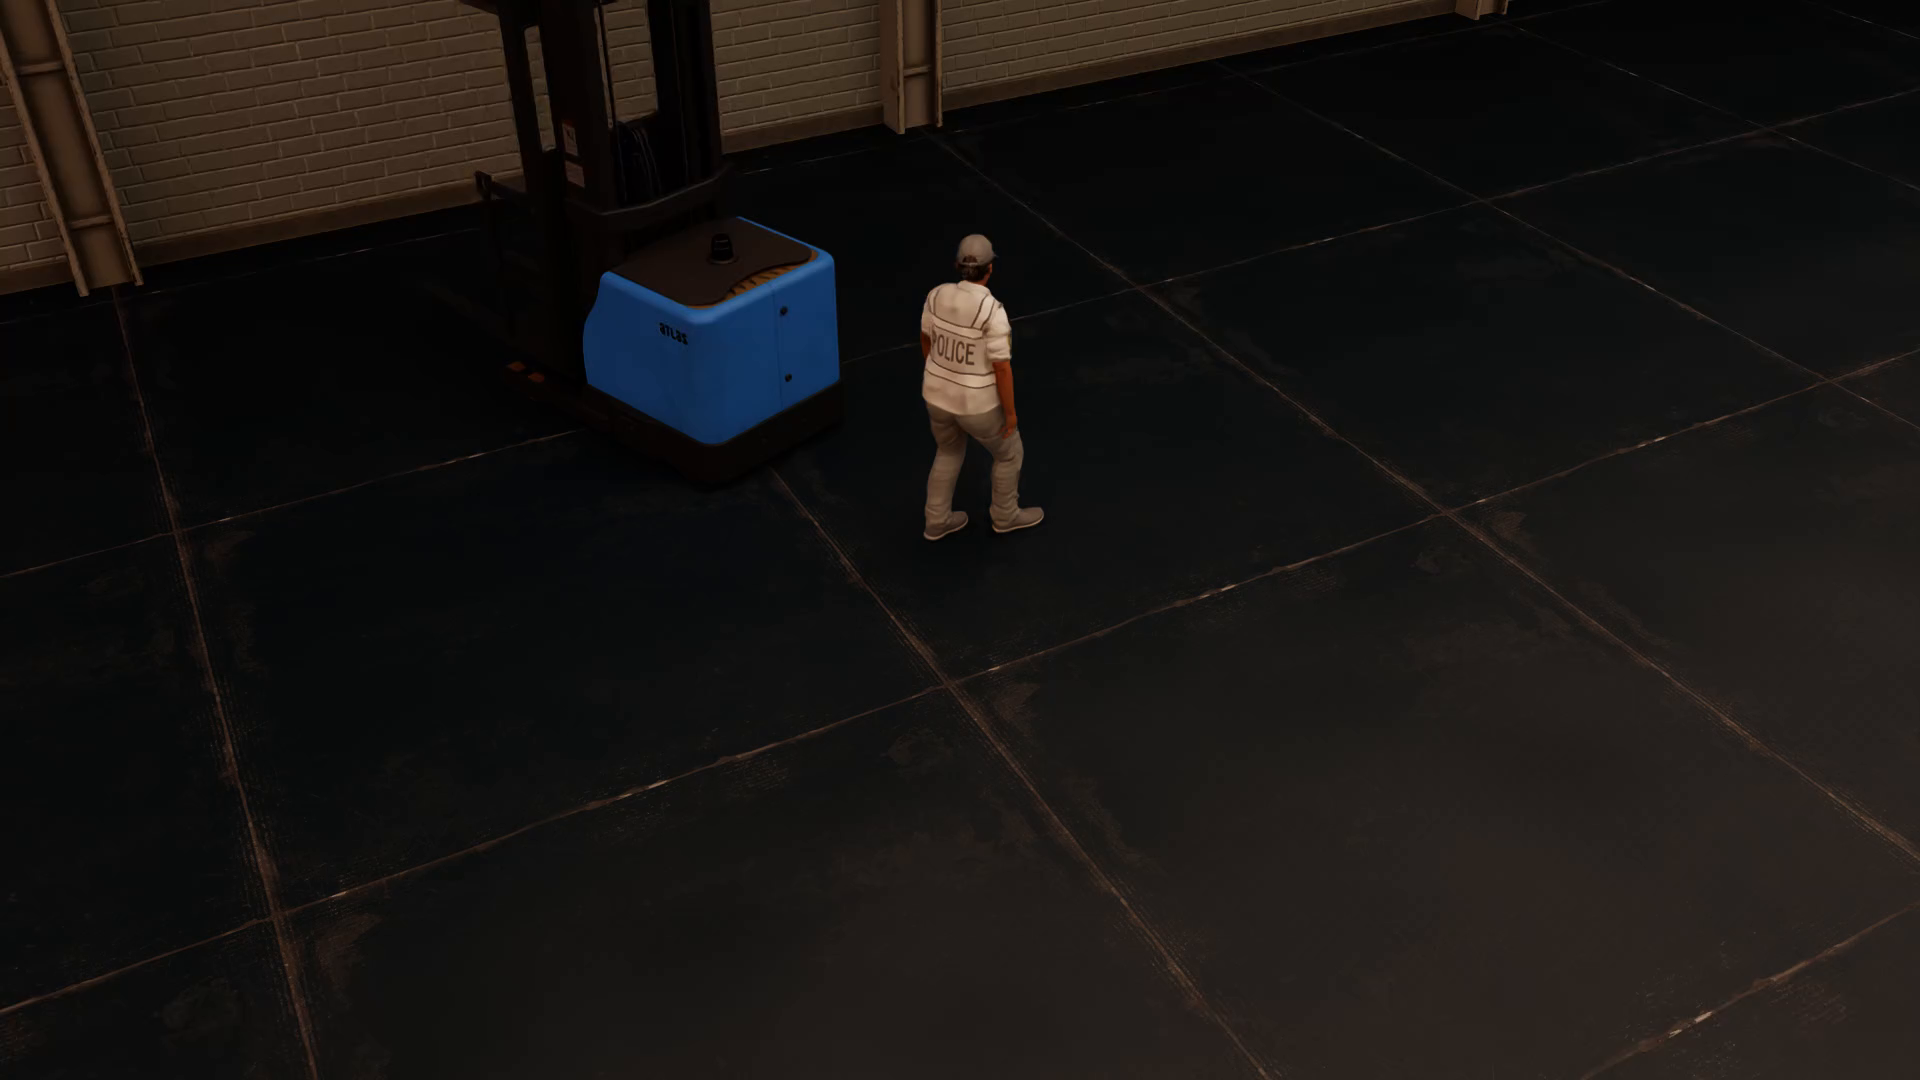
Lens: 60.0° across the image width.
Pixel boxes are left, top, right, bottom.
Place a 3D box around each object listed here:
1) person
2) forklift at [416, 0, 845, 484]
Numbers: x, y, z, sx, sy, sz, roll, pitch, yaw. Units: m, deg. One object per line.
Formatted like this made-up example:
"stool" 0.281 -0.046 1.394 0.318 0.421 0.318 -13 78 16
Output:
"person" 0.079 -0.750 8.303 0.605 1.645 0.557 23 41 29
"forklift" -2.105 -2.220 9.263 3.031 2.935 1.130 27 43 33
